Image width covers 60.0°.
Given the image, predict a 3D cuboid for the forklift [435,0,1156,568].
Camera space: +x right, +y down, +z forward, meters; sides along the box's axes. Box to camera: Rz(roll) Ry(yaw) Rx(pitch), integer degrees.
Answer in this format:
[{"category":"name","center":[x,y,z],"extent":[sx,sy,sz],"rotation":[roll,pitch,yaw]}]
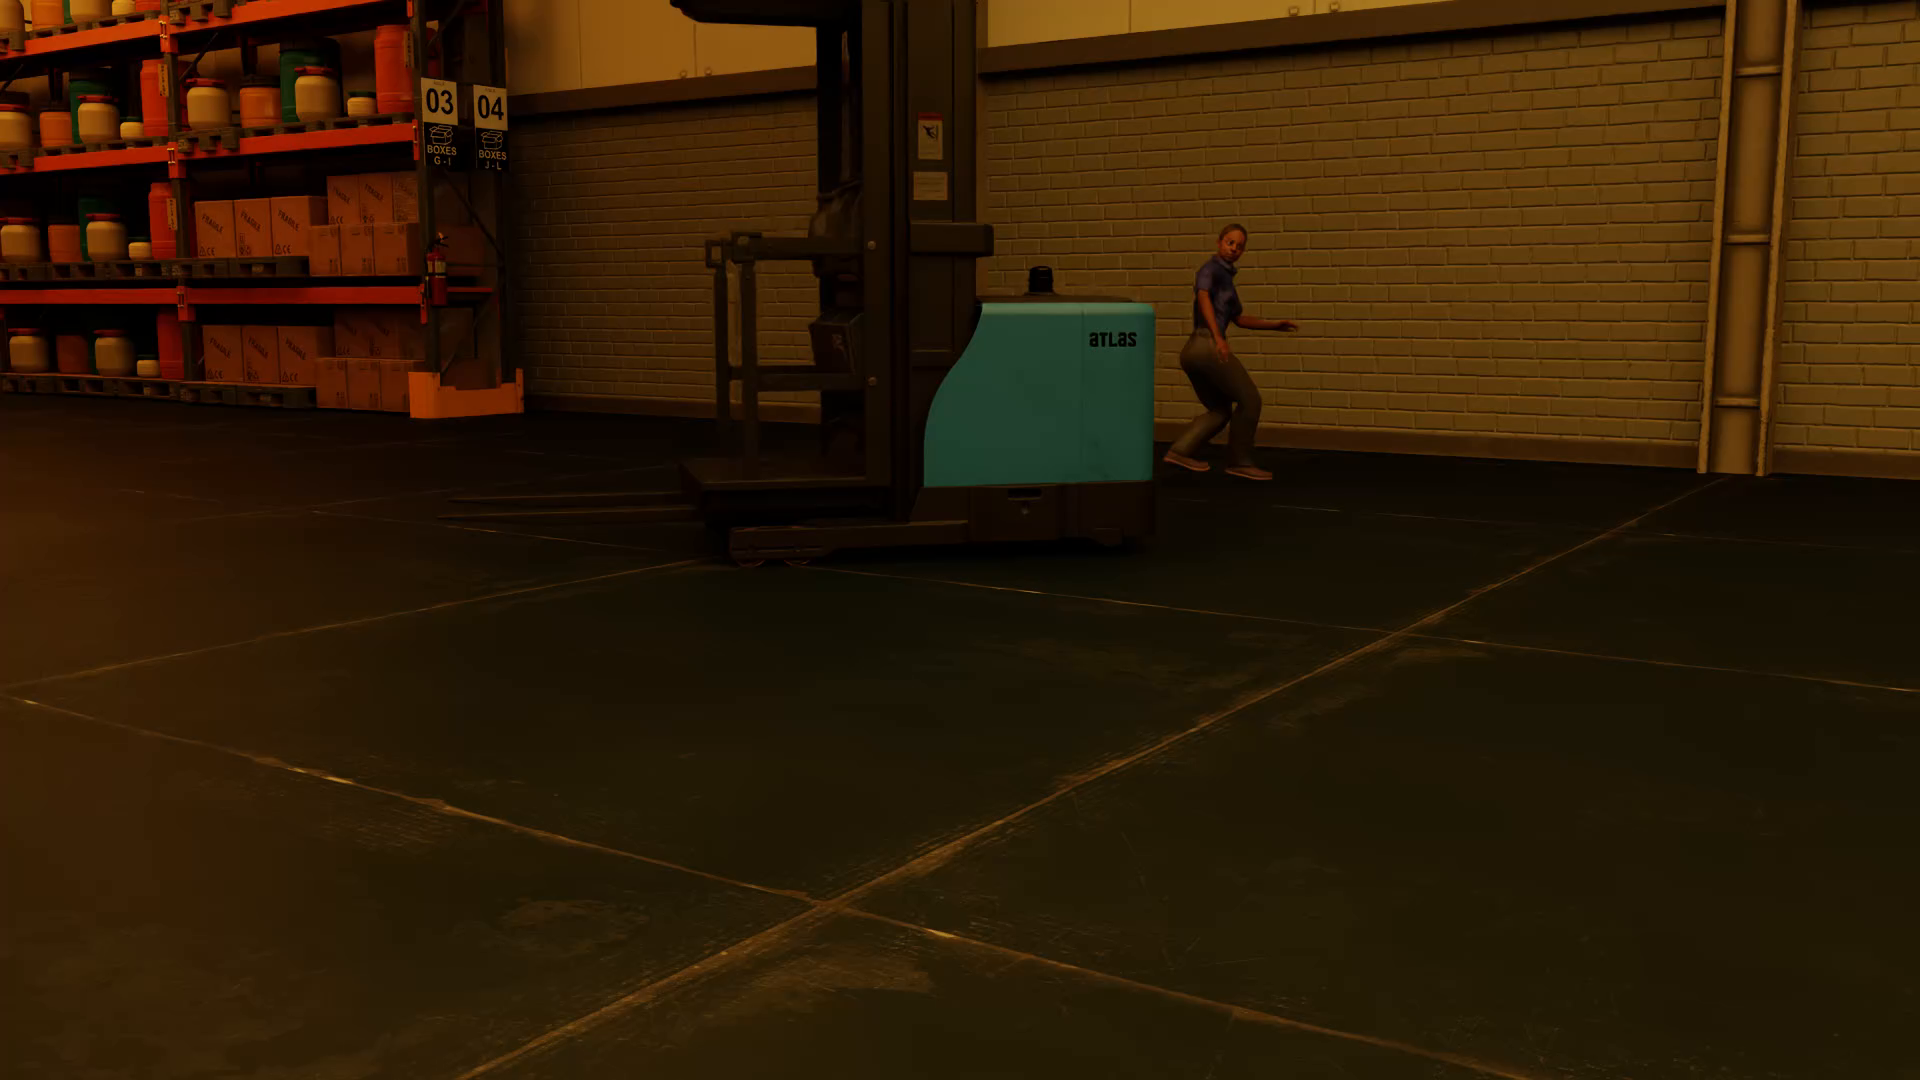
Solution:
[{"category":"forklift","center":[-0.718,-1.419,7.170],"extent":[3.031,2.935,1.130],"rotation":[-2,8,-14]}]

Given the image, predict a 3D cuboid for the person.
[{"category":"person","center":[1.620,-1.094,9.800],"extent":[0.817,1.531,0.785],"rotation":[0,8,-2]}]
